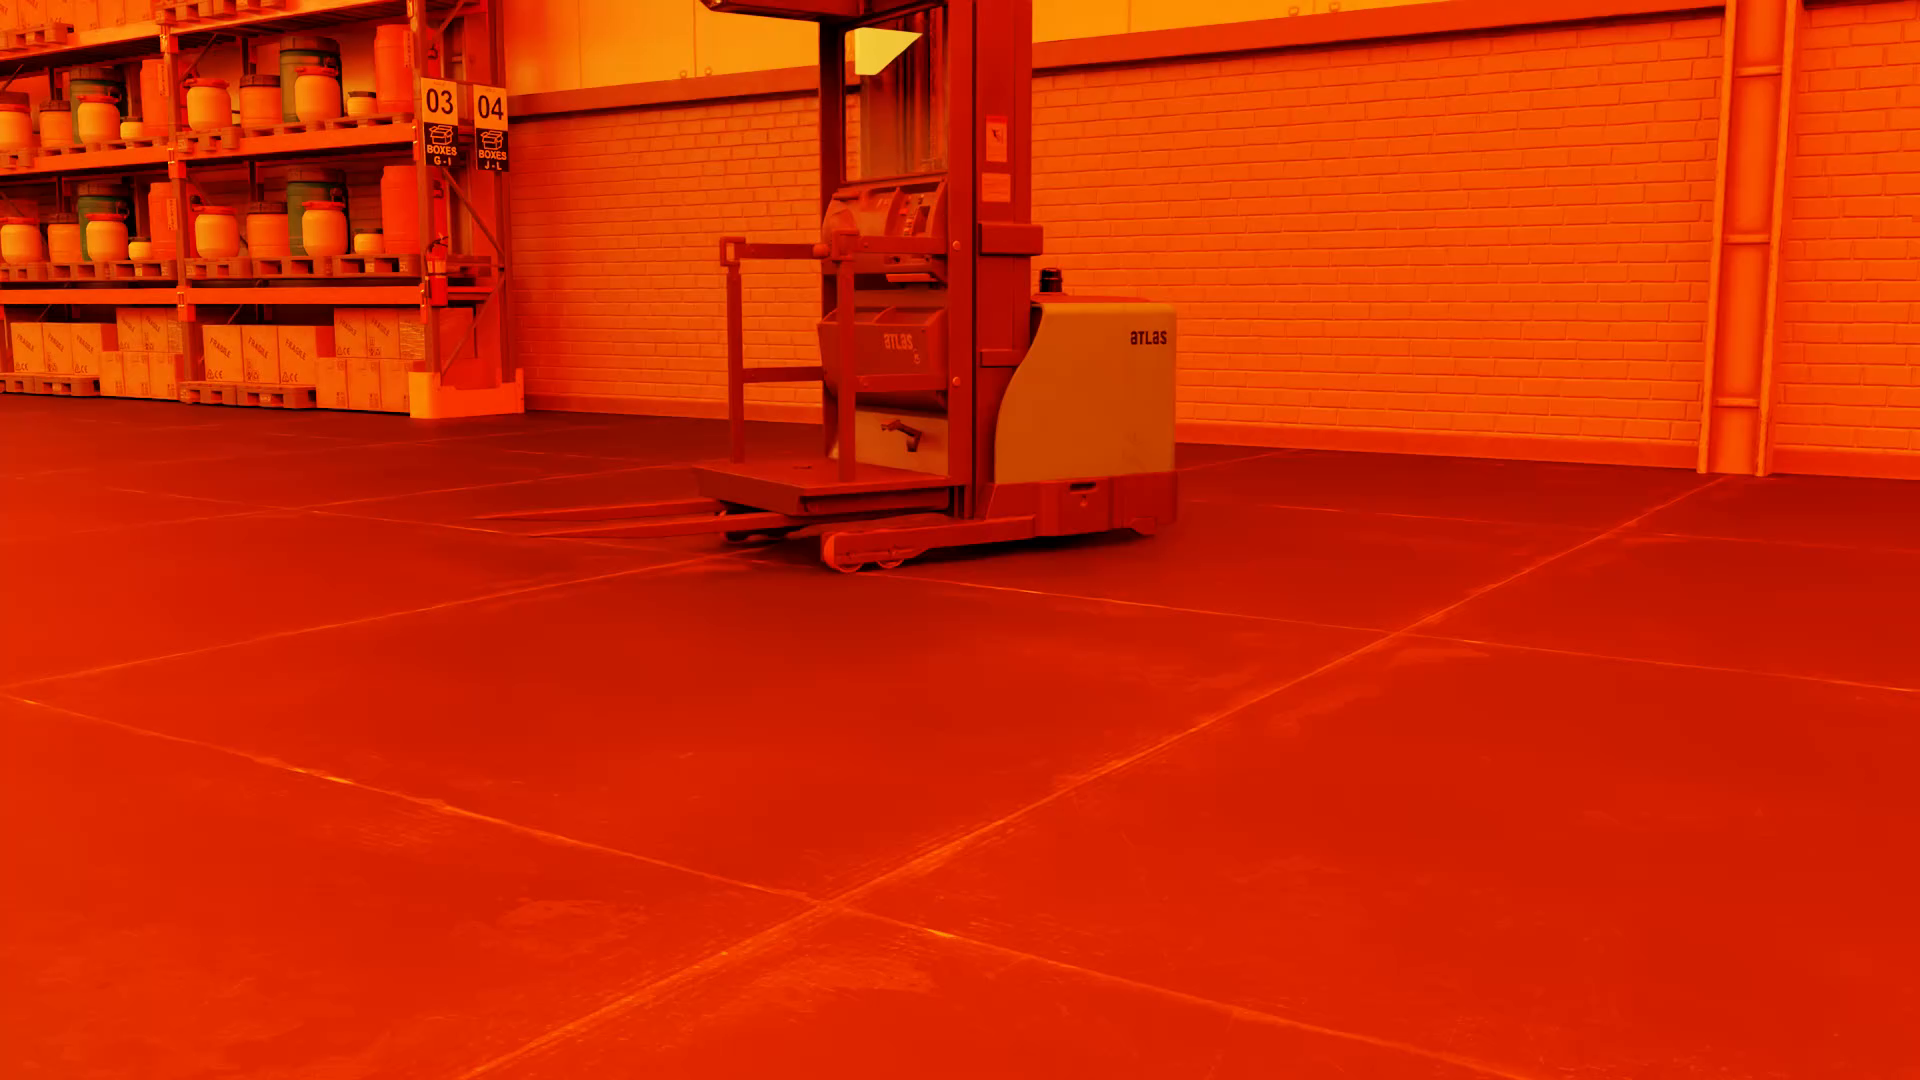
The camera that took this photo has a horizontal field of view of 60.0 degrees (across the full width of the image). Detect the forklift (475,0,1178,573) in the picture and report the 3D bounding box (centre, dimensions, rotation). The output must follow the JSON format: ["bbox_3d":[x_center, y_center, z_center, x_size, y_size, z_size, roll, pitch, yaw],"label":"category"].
[{"bbox_3d":[-0.507,-1.403,7.061,3.031,2.935,1.130,-5,10,-33],"label":"forklift"}]
